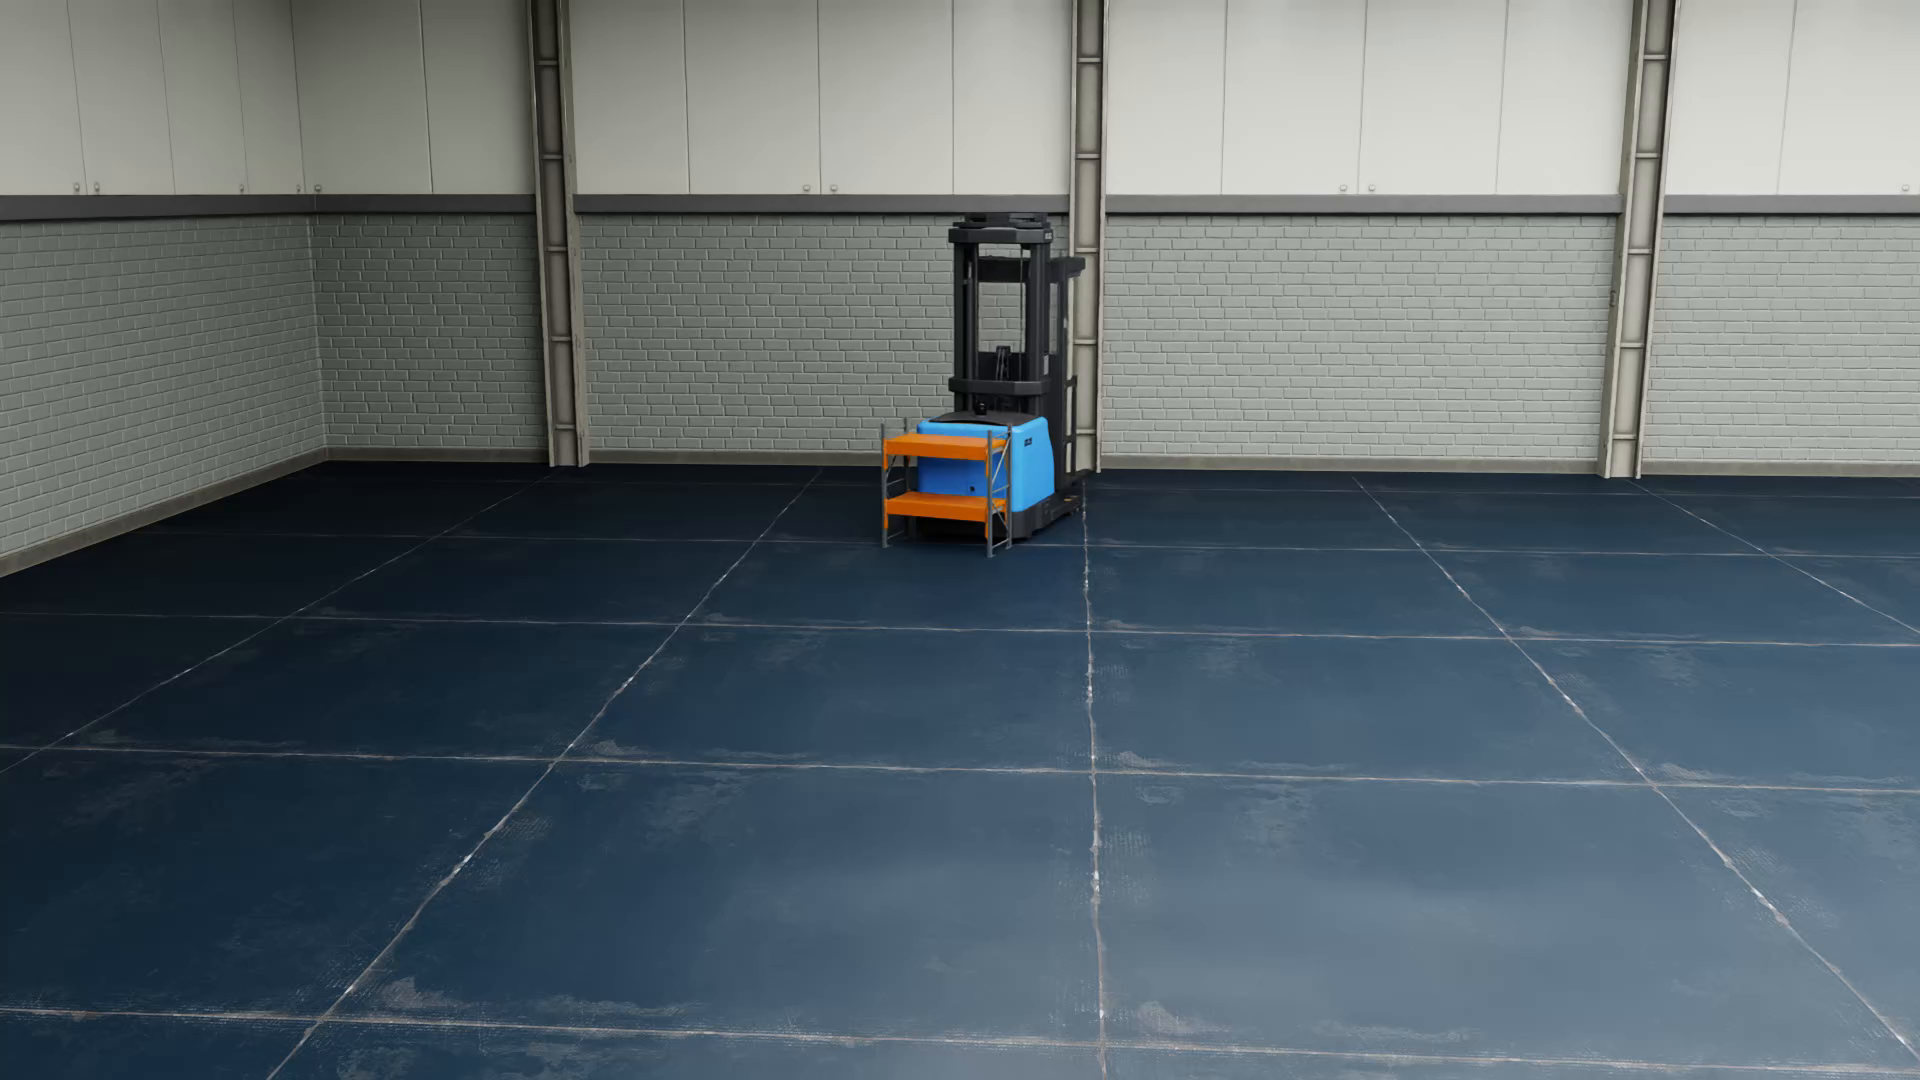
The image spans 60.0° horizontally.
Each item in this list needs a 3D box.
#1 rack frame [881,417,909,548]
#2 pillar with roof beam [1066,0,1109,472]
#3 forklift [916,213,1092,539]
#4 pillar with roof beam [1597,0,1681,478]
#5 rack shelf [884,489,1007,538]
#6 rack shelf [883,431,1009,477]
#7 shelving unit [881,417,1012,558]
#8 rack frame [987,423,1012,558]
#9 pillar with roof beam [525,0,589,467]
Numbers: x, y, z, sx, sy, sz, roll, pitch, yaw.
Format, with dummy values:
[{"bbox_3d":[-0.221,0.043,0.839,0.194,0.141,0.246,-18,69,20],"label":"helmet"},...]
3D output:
[{"bbox_3d":[-0.584,-0.523,15.002,0.032,1.125,0.500,5,13,23],"label":"rack frame"},{"bbox_3d":[1.127,-4.328,13.963,0.400,9.000,9.100,1,12,4],"label":"pillar with roof beam"},{"bbox_3d":[0.571,-1.702,16.227,1.130,2.935,3.031,4,13,19],"label":"forklift"},{"bbox_3d":[7.113,-4.246,13.570,0.400,9.000,9.100,1,12,4],"label":"pillar with roof beam"},{"bbox_3d":[-0.118,-0.242,14.854,1.000,0.278,0.538,5,13,23],"label":"rack shelf"},{"bbox_3d":[-0.118,-0.768,14.744,1.000,0.278,0.538,5,13,23],"label":"rack shelf"},{"bbox_3d":[-0.118,-0.481,14.804,1.048,1.125,0.538,5,13,23],"label":"shelving unit"},{"bbox_3d":[0.348,-0.440,14.605,0.032,1.125,0.500,5,13,23],"label":"rack frame"},{"bbox_3d":[-4.860,-4.410,14.355,0.400,9.000,9.100,1,12,4],"label":"pillar with roof beam"}]
